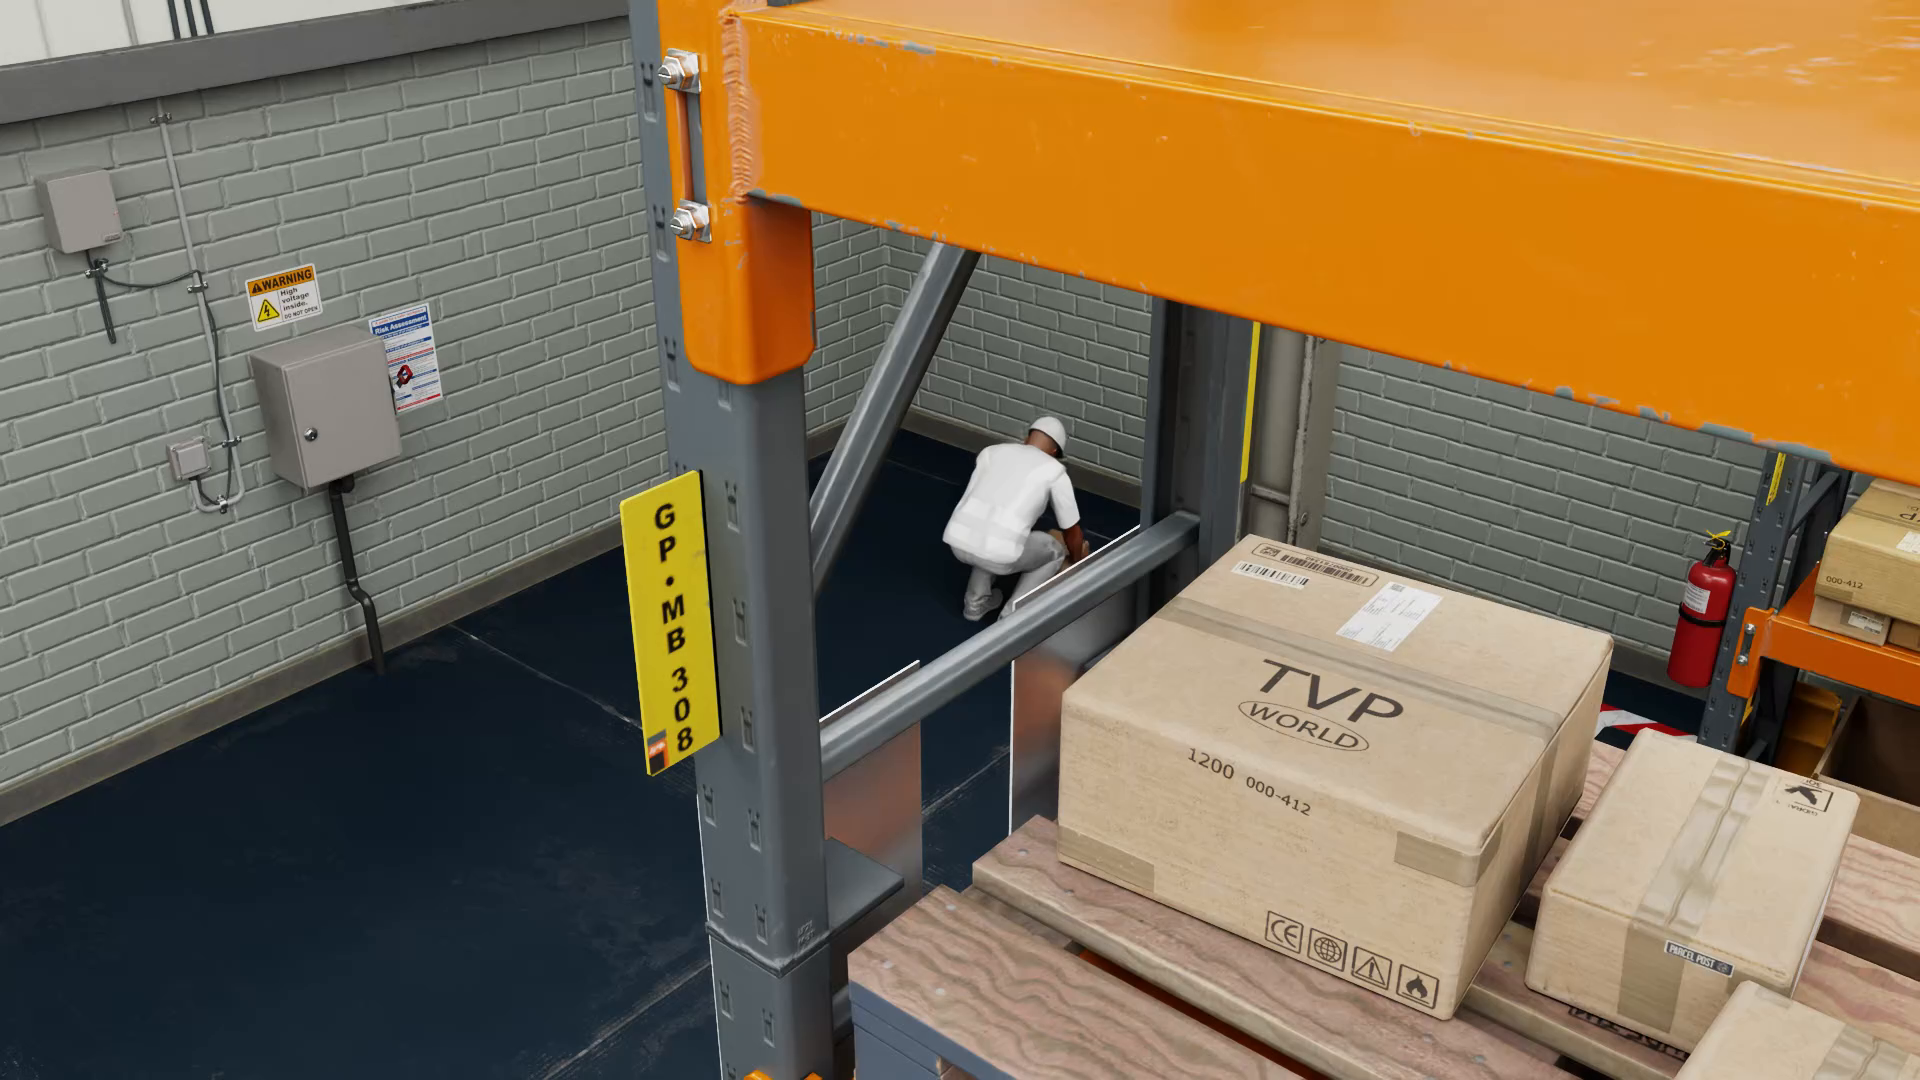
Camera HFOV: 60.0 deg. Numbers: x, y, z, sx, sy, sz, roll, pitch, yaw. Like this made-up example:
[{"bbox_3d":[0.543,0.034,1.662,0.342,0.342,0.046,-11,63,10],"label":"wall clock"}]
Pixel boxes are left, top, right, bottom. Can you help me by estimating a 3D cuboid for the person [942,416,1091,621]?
[{"bbox_3d":[0.266,-0.079,8.617,0.580,0.975,0.893,21,34,34],"label":"person"}]
